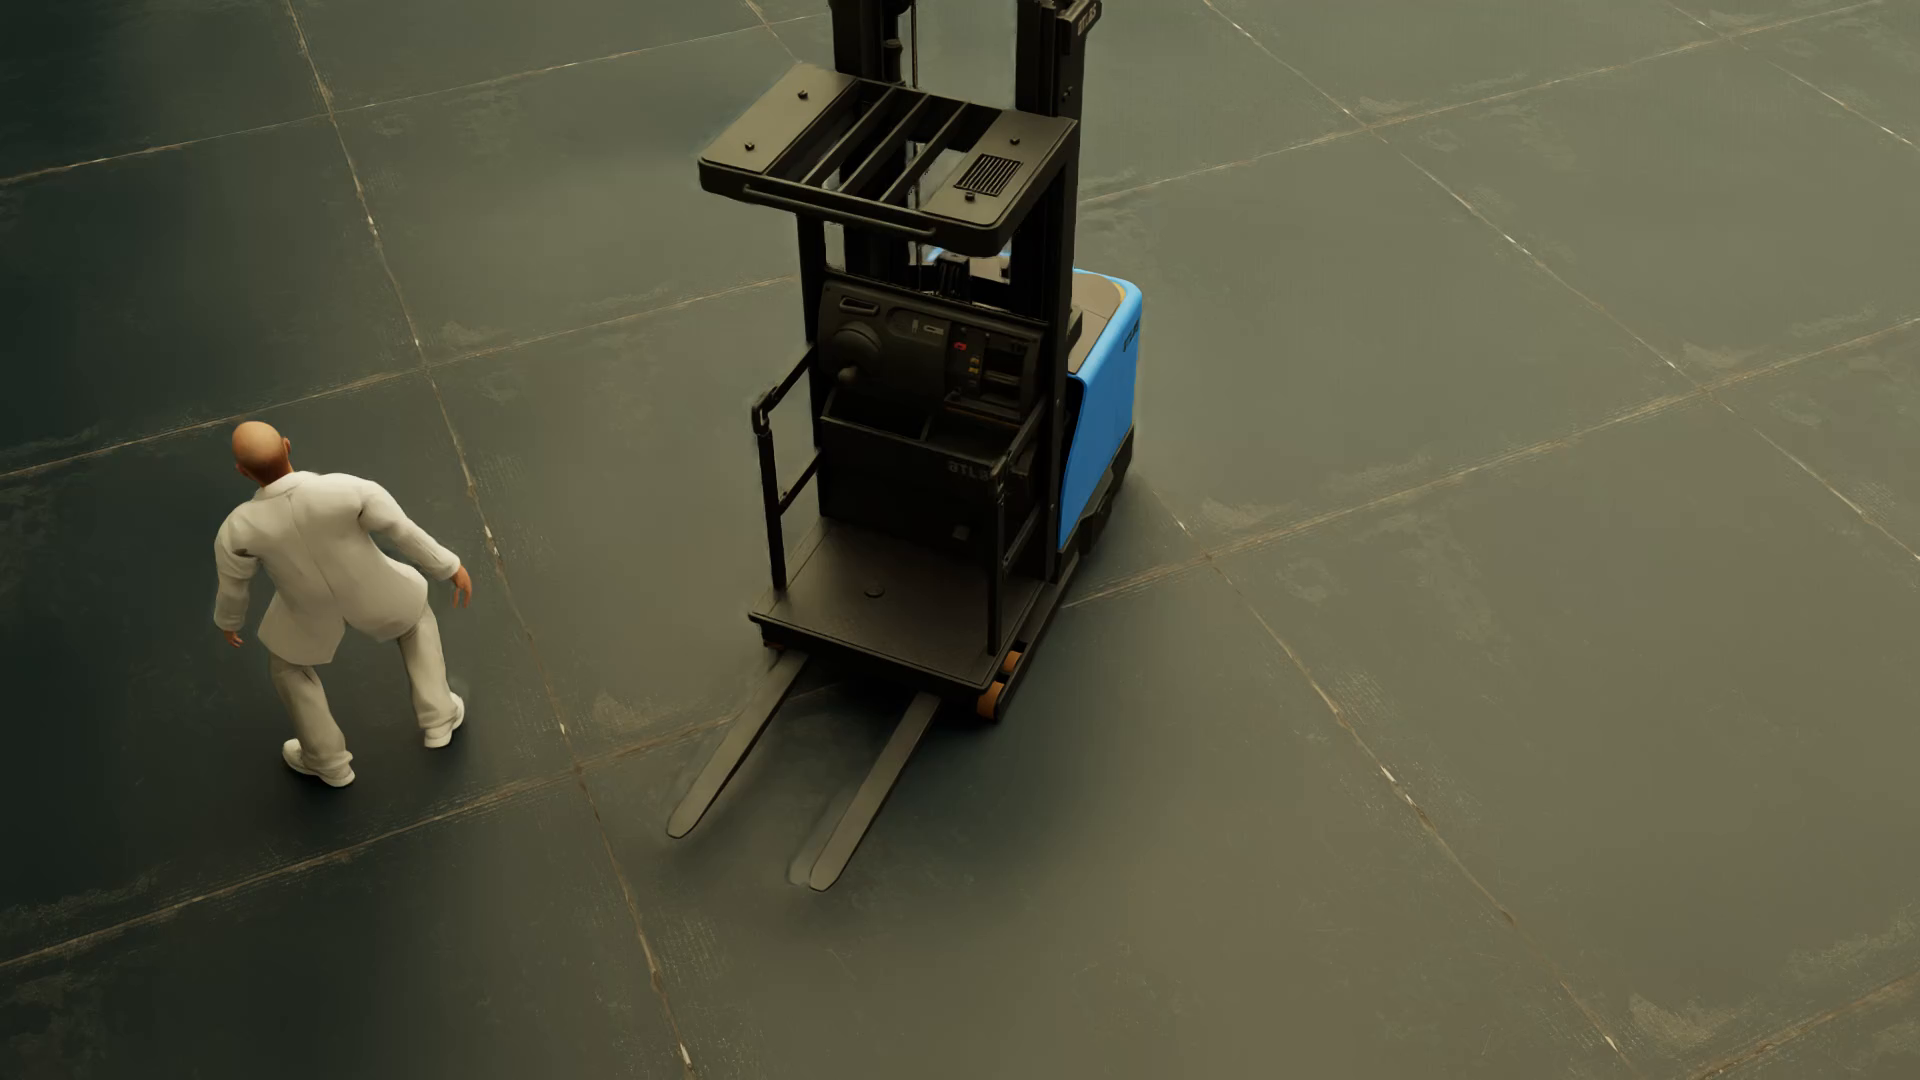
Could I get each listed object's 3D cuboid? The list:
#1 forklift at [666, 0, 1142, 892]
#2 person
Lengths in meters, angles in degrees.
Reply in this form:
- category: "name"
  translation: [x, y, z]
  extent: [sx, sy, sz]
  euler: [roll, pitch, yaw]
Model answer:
- category: "forklift"
  translation: [-0.211, -0.652, 6.379]
  extent: [1.130, 2.935, 3.031]
  euler: [16, 45, 17]
- category: "person"
  translation: [-2.371, 0.201, 6.389]
  extent: [0.942, 1.684, 0.572]
  euler: [-14, 45, -14]
